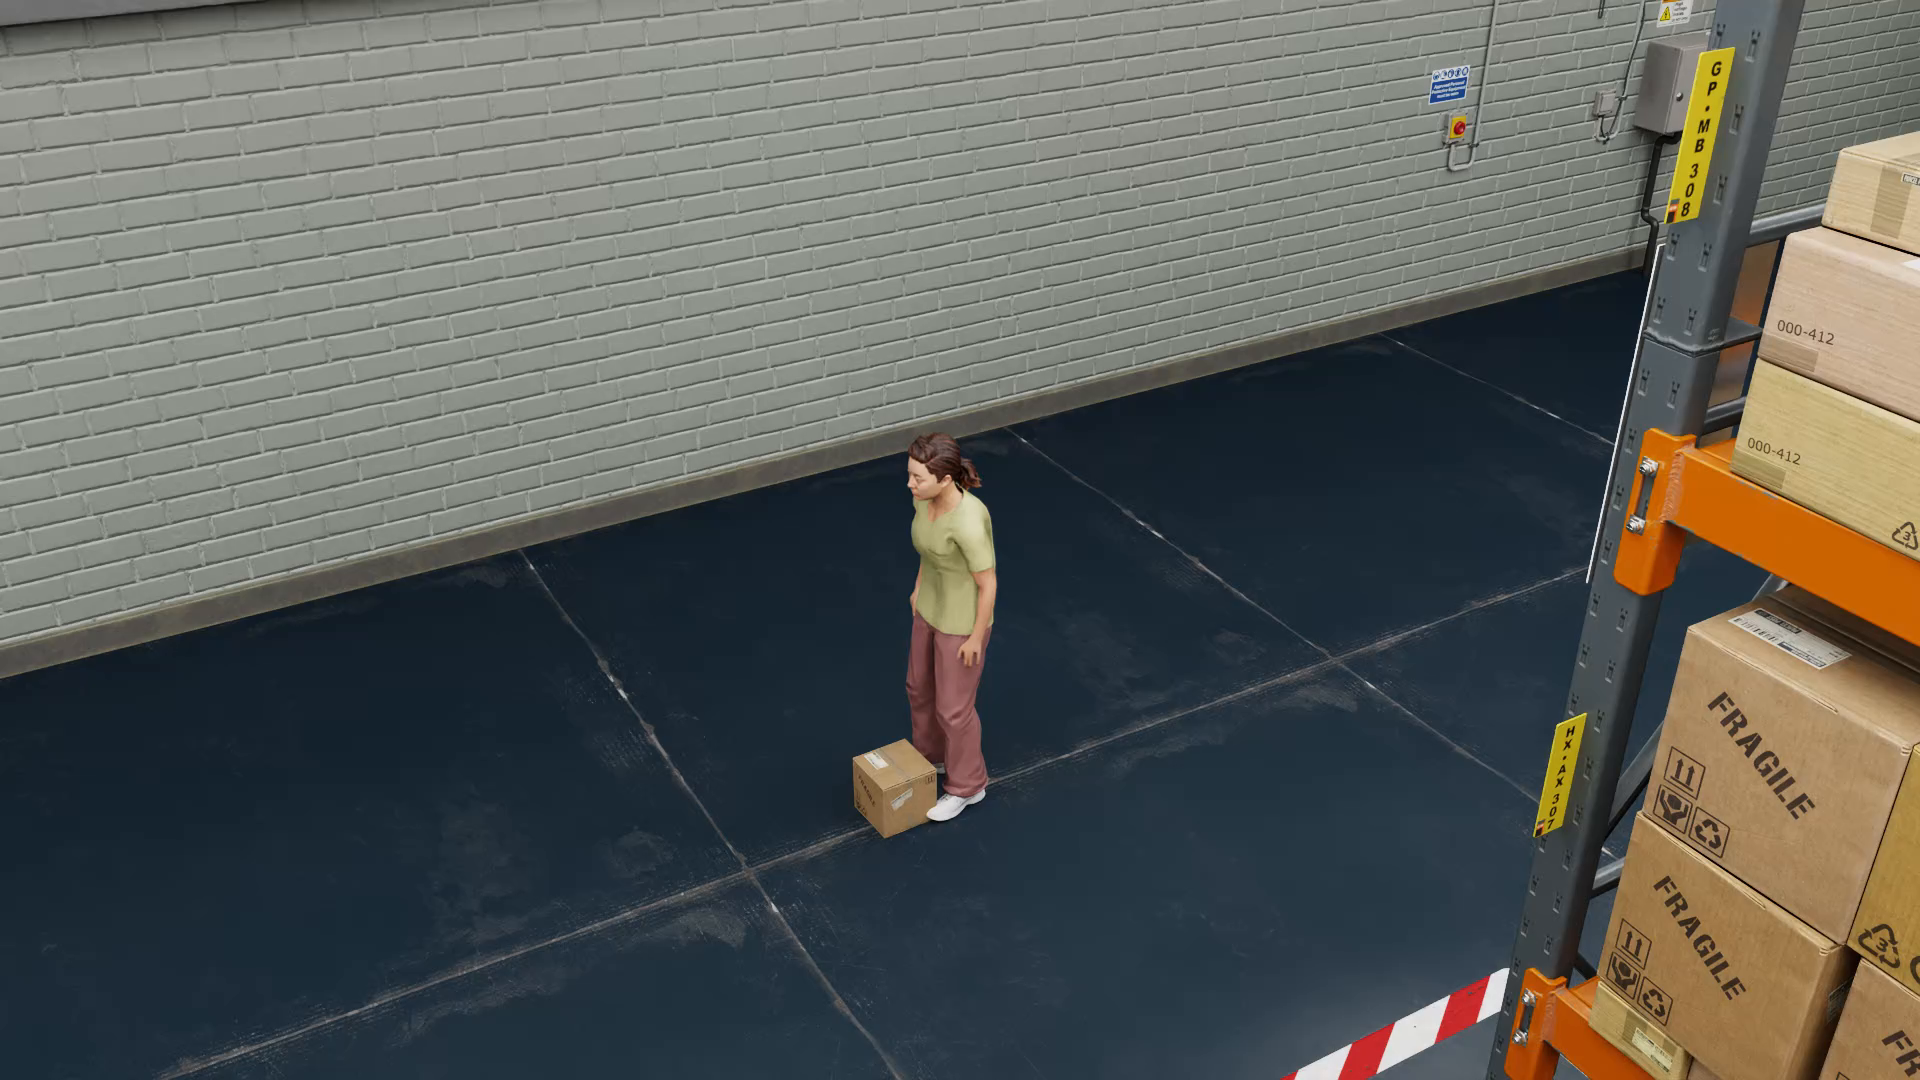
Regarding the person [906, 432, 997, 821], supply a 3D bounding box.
[{"bbox_3d":[-0.058,0.321,6.551,0.360,1.672,0.497,-16,33,-26],"label":"person"}]
